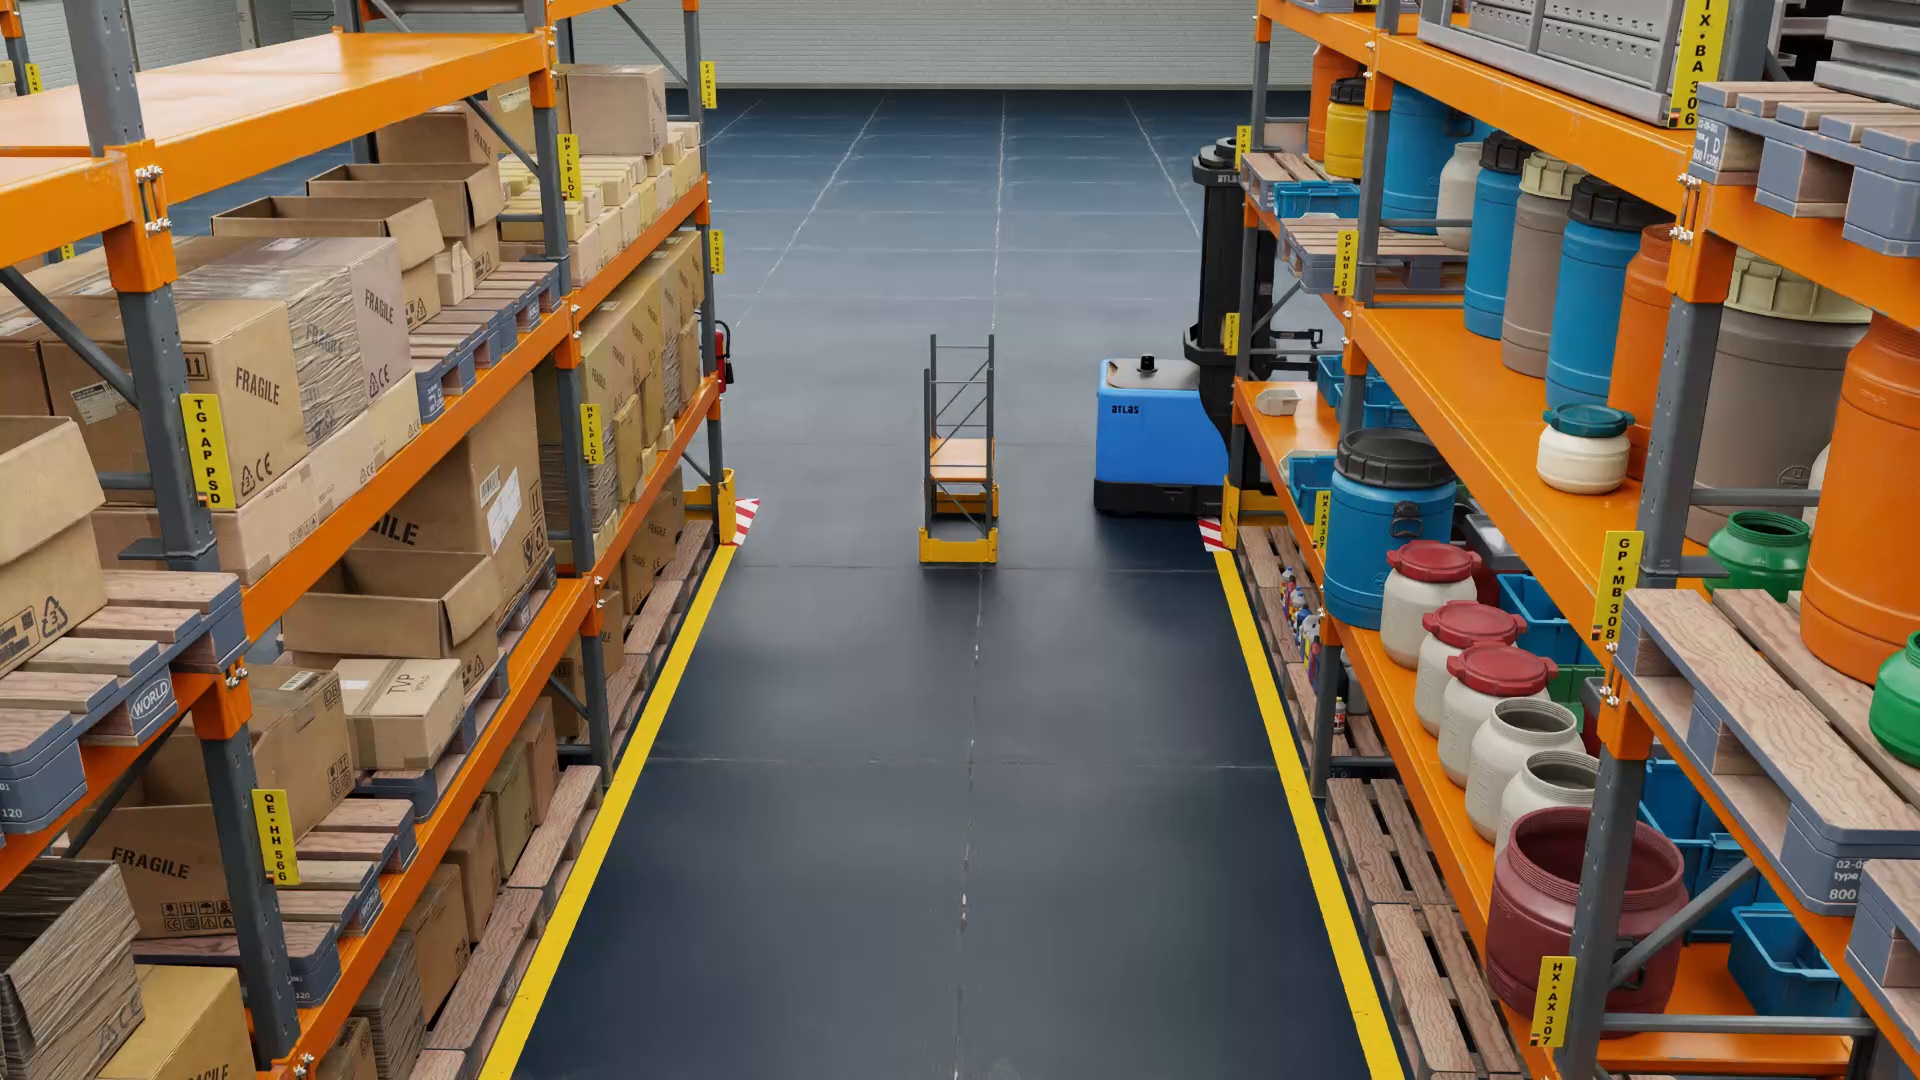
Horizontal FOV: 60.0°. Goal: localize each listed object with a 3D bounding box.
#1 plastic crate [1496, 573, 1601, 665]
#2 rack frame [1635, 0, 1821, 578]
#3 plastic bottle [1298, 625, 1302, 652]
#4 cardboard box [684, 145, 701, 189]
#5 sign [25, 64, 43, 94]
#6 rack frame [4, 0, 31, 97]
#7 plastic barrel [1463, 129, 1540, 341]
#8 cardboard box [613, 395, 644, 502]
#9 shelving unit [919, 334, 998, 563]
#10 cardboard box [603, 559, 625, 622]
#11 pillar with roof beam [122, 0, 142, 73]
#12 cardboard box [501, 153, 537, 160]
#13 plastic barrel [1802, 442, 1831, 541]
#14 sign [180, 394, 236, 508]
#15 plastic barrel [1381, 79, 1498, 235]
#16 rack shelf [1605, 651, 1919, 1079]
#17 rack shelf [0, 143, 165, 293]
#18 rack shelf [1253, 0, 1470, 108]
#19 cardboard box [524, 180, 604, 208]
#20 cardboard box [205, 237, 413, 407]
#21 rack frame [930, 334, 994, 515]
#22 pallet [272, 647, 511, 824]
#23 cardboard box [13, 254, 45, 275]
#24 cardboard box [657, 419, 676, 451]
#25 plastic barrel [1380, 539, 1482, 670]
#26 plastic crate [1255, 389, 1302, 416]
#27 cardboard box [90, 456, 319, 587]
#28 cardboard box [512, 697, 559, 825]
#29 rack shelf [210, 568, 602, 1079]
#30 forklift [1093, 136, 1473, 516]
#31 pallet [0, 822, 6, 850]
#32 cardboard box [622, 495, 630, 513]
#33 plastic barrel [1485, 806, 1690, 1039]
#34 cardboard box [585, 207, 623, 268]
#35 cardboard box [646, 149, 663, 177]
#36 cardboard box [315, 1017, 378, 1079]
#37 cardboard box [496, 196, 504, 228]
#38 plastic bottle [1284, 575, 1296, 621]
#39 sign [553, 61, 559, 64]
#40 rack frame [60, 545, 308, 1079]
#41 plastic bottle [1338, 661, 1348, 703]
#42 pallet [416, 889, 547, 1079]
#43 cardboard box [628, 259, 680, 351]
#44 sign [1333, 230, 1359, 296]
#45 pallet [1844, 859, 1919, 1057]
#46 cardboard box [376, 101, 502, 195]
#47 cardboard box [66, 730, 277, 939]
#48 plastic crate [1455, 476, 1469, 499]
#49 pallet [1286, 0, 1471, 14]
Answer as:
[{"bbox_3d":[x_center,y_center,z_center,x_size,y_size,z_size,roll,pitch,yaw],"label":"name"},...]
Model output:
[{"bbox_3d":[2.747,0.445,7.757,0.392,0.384,0.575,1,21,2],"label":"plastic crate"},{"bbox_3d":[2.348,-1.315,3.979,1.000,3.000,0.127,1,21,2],"label":"rack frame"},{"bbox_3d":[2.202,0.611,10.568,0.097,0.201,0.097,0,21,0],"label":"plastic bottle"},{"bbox_3d":[-2.120,-2.617,11.687,0.500,0.250,0.500,1,21,3],"label":"cardboard box"},{"bbox_3d":[-6.772,-3.320,12.177,0.100,0.325,0.005,1,21,2],"label":"sign"},{"bbox_3d":[-7.314,-4.353,11.809,1.000,3.000,0.127,1,21,2],"label":"rack frame"},{"bbox_3d":[2.671,-1.411,7.678,0.600,0.901,0.708,1,21,2],"label":"plastic barrel"},{"bbox_3d":[-2.355,-0.547,9.742,0.875,0.500,0.500,1,21,2],"label":"cardboard box"},{"bbox_3d":[0.002,-0.727,12.829,0.587,1.500,1.083,1,21,2],"label":"shelving unit"},{"bbox_3d":[-2.479,0.374,10.794,0.500,0.500,0.500,-1,21,-3],"label":"cardboard box"},{"bbox_3d":[-13.116,-12.813,33.611,9.100,9.000,0.400,1,21,2],"label":"pillar with roof beam"},{"bbox_3d":[-2.634,-2.322,10.376,0.380,0.149,0.250,0,21,1],"label":"cardboard box"},{"bbox_3d":[2.663,-0.078,4.782,0.421,0.512,0.421,0,21,0],"label":"plastic barrel"},{"bbox_3d":[-2.049,-0.240,4.530,0.100,0.325,0.005,1,21,2],"label":"sign"},{"bbox_3d":[2.607,-2.151,9.006,0.600,0.901,0.708,1,21,2],"label":"plastic barrel"},{"bbox_3d":[2.287,1.142,2.788,1.077,0.370,4.000,1,21,2],"label":"rack shelf"},{"bbox_3d":[-2.664,-0.125,2.458,1.077,0.370,4.000,1,21,2],"label":"rack shelf"},{"bbox_3d":[2.530,-2.963,9.772,1.077,0.370,4.000,1,21,2],"label":"rack shelf"},{"bbox_3d":[-2.230,-1.932,9.371,0.380,0.149,0.250,1,21,3],"label":"cardboard box"},{"bbox_3d":[-2.304,-0.783,5.925,0.500,0.500,0.500,0,21,0],"label":"cardboard box"},{"bbox_3d":[0.018,-0.914,13.311,0.500,1.500,0.032,1,21,2],"label":"rack frame"},{"bbox_3d":[-2.584,0.800,7.085,1.003,0.211,1.213,1,21,2],"label":"pallet"},{"bbox_3d":[-7.364,-1.996,12.327,0.875,0.550,0.550,1,21,2],"label":"cardboard box"},{"bbox_3d":[-2.103,-0.699,11.032,0.380,0.149,0.250,1,21,2],"label":"cardboard box"},{"bbox_3d":[2.221,0.316,7.881,0.433,0.535,0.433,0,21,0],"label":"plastic barrel"},{"bbox_3d":[2.242,-0.968,11.741,0.298,0.136,0.250,1,21,2],"label":"plastic crate"},{"bbox_3d":[-2.334,-0.069,5.119,0.500,0.250,0.500,1,21,3],"label":"cardboard box"},{"bbox_3d":[-2.522,1.163,8.733,0.700,0.500,0.500,-1,21,-3],"label":"cardboard box"},{"bbox_3d":[-2.542,1.039,7.198,1.077,0.370,4.000,1,21,2],"label":"rack shelf"},{"bbox_3d":[2.635,-1.681,13.309,3.031,2.935,1.130,2,21,5],"label":"forklift"},{"bbox_3d":[-2.601,0.755,3.052,1.003,0.211,1.213,2,21,4],"label":"pallet"},{"bbox_3d":[-2.175,-0.248,9.868,0.380,0.149,0.250,1,21,2],"label":"cardboard box"},{"bbox_3d":[2.059,1.247,5.480,0.600,0.536,0.708,1,21,2],"label":"plastic barrel"},{"bbox_3d":[-2.201,-1.699,9.321,0.500,0.250,0.500,0,21,1],"label":"cardboard box"},{"bbox_3d":[-2.103,-2.406,10.592,0.380,0.149,0.250,0,21,-1],"label":"cardboard box"},{"bbox_3d":[-2.603,2.145,6.202,0.700,0.500,0.500,0,21,-1],"label":"cardboard box"},{"bbox_3d":[-2.661,-1.750,8.902,0.380,0.149,0.250,1,21,2],"label":"cardboard box"},{"bbox_3d":[2.199,0.384,11.039,0.061,0.283,0.133,1,21,3],"label":"plastic bottle"},{"bbox_3d":[-2.902,-3.277,11.974,0.100,0.325,0.005,1,21,2],"label":"sign"},{"bbox_3d":[-2.603,1.427,5.204,1.000,3.000,0.127,1,21,2],"label":"rack frame"},{"bbox_3d":[2.201,0.829,9.799,0.144,0.351,0.185,0,21,0],"label":"plastic bottle"},{"bbox_3d":[-2.538,2.005,7.571,1.003,0.211,1.213,1,21,2],"label":"pallet"},{"bbox_3d":[-2.157,-1.554,10.955,0.500,0.500,0.500,1,21,2],"label":"cardboard box"},{"bbox_3d":[1.920,-1.377,8.273,0.100,0.325,0.005,1,21,2],"label":"sign"},{"bbox_3d":[2.184,0.923,2.618,1.003,0.211,1.213,1,21,2],"label":"pallet"},{"bbox_3d":[-2.723,-2.001,8.653,0.500,0.500,0.500,0,21,0],"label":"cardboard box"},{"bbox_3d":[-2.627,0.989,5.614,0.500,0.500,0.500,-2,21,-5],"label":"cardboard box"},{"bbox_3d":[2.793,-0.354,10.086,0.450,0.188,0.662,1,21,2],"label":"plastic crate"},{"bbox_3d":[2.501,-3.228,9.721,1.003,0.211,1.213,1,21,2],"label":"pallet"}]
